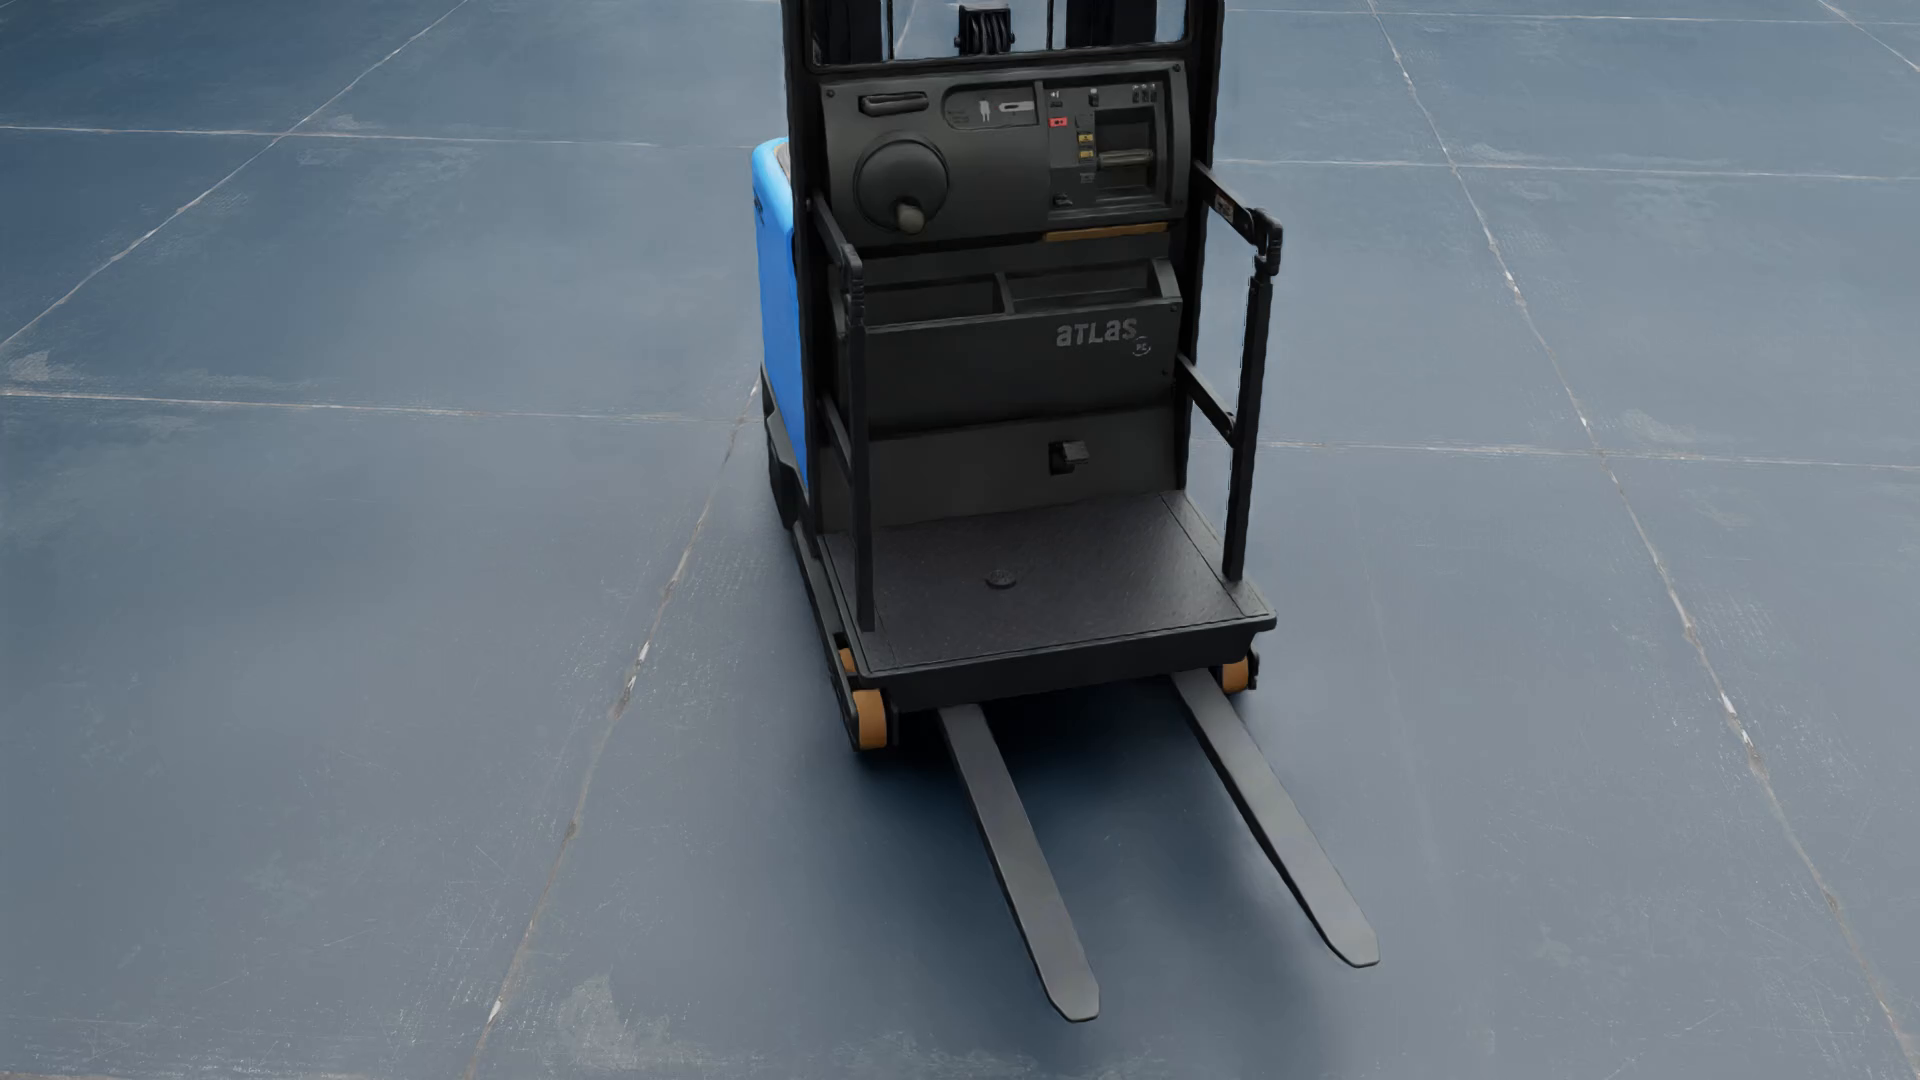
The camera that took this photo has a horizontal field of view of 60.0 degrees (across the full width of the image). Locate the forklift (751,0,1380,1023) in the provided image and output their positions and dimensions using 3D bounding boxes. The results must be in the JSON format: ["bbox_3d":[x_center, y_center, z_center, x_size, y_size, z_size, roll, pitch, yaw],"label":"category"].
[{"bbox_3d":[0.176,-0.919,3.948,1.130,2.935,3.031,-7,32,-12],"label":"forklift"}]
